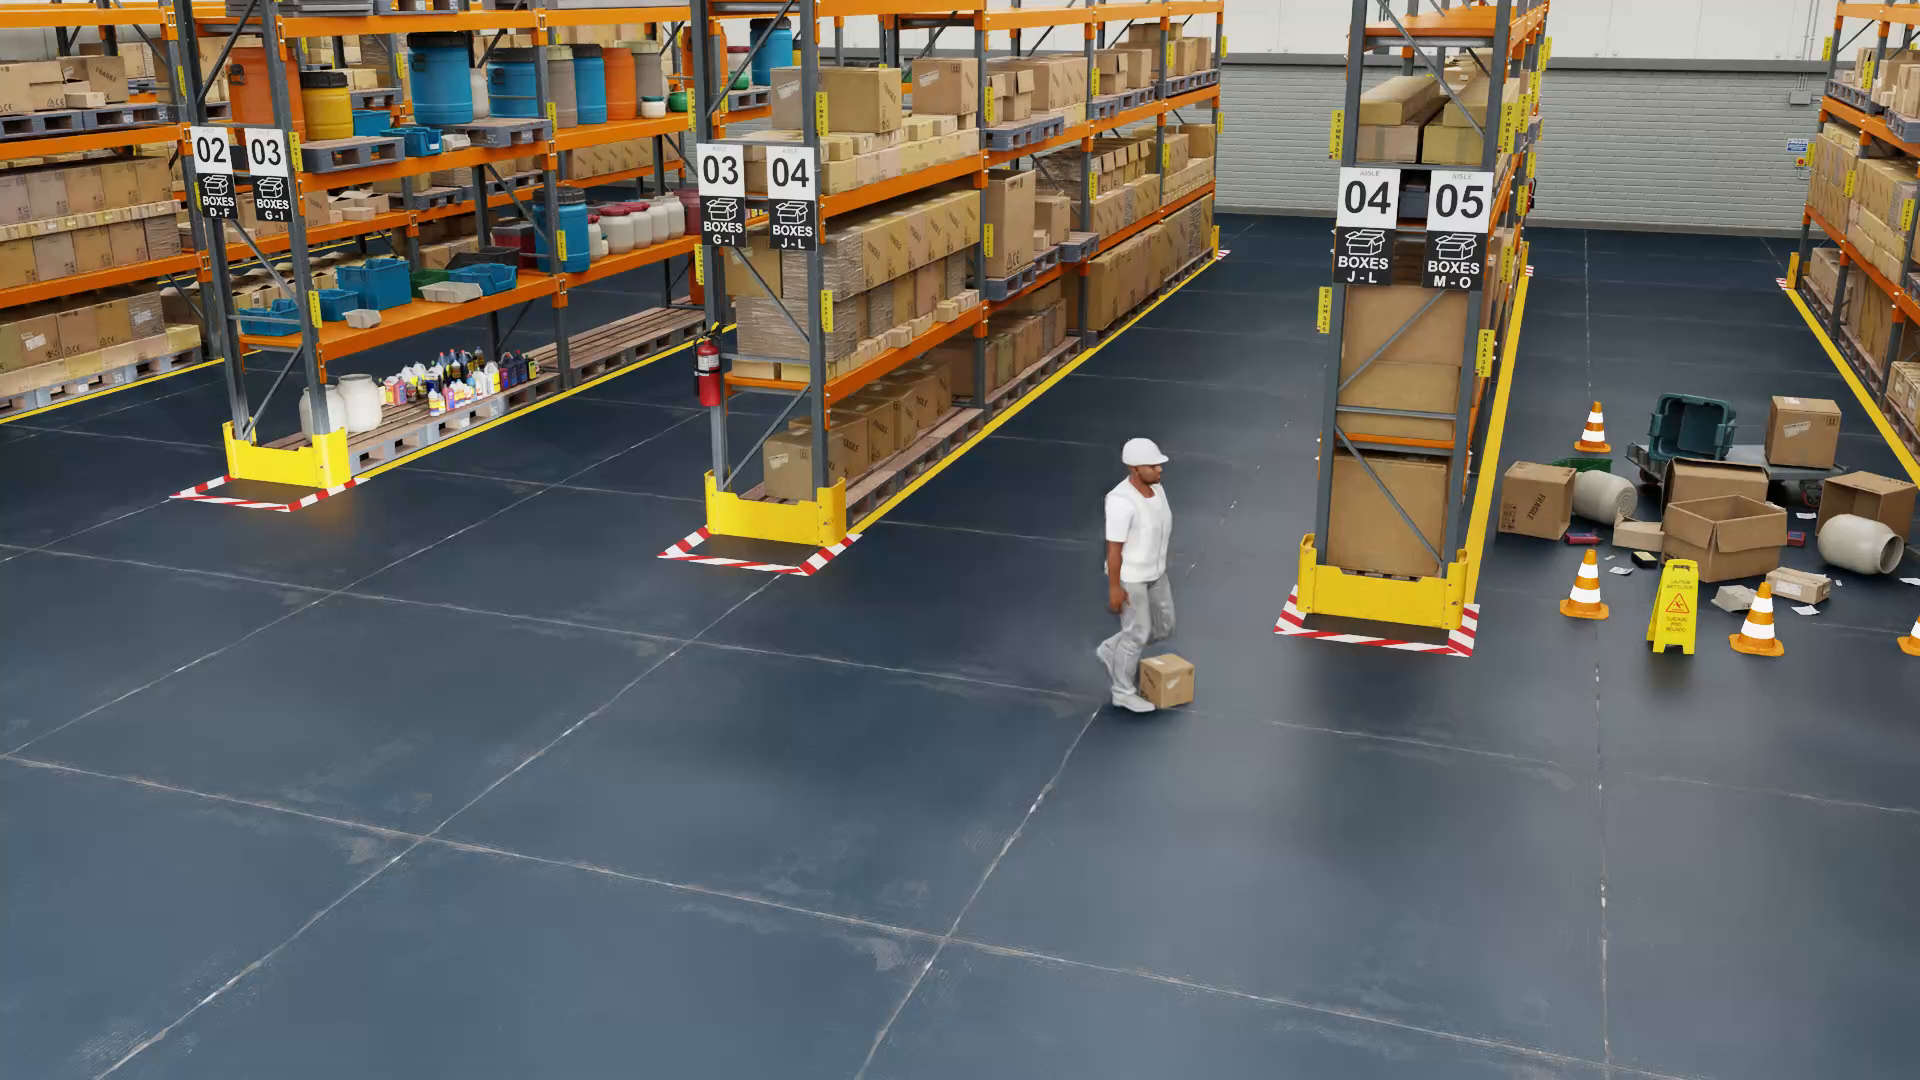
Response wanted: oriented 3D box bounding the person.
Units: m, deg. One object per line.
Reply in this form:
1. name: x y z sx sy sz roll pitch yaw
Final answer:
1. person: 1.058 0.195 10.373 0.528 1.756 0.596 13 22 33
